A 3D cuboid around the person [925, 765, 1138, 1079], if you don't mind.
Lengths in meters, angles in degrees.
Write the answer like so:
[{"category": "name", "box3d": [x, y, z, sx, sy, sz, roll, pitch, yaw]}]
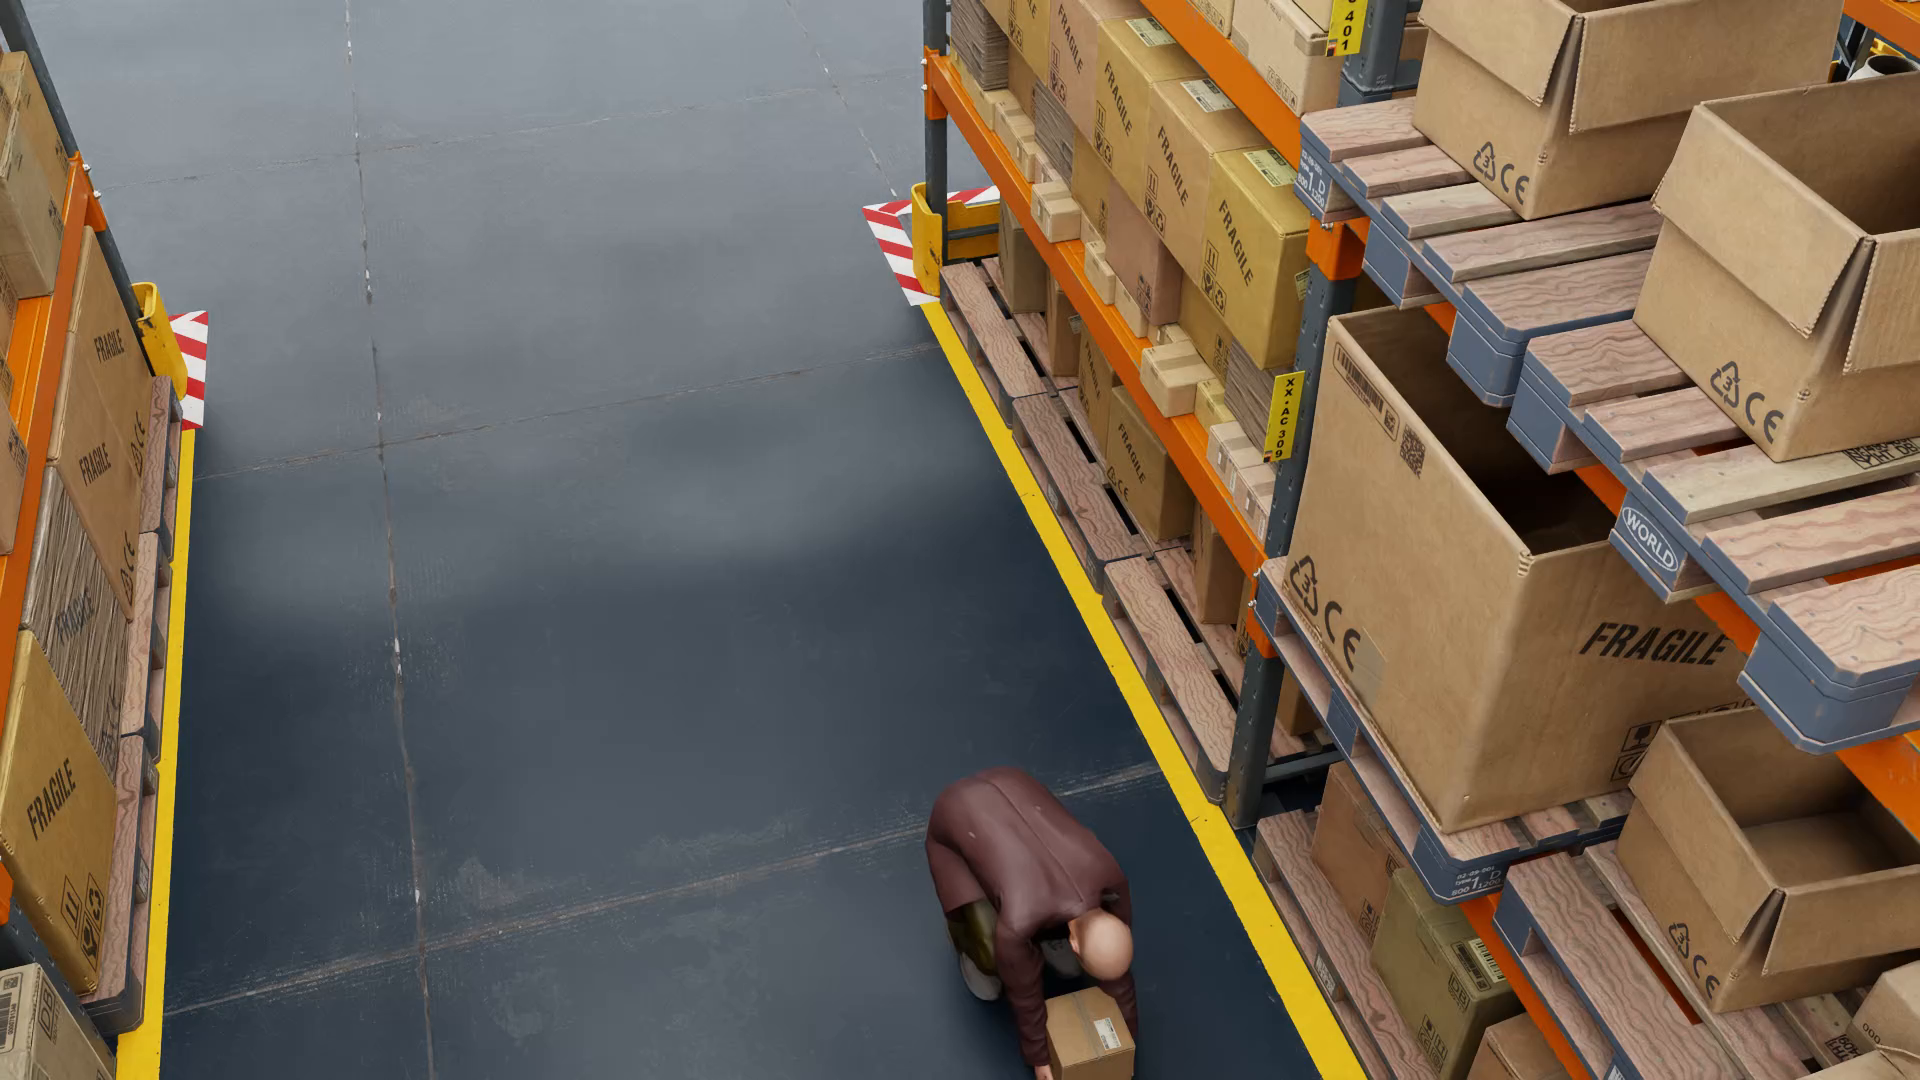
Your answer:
[{"category": "person", "box3d": [0.246, 1.252, 5.511, 0.573, 0.823, 0.972, -19, 45, -20]}]
